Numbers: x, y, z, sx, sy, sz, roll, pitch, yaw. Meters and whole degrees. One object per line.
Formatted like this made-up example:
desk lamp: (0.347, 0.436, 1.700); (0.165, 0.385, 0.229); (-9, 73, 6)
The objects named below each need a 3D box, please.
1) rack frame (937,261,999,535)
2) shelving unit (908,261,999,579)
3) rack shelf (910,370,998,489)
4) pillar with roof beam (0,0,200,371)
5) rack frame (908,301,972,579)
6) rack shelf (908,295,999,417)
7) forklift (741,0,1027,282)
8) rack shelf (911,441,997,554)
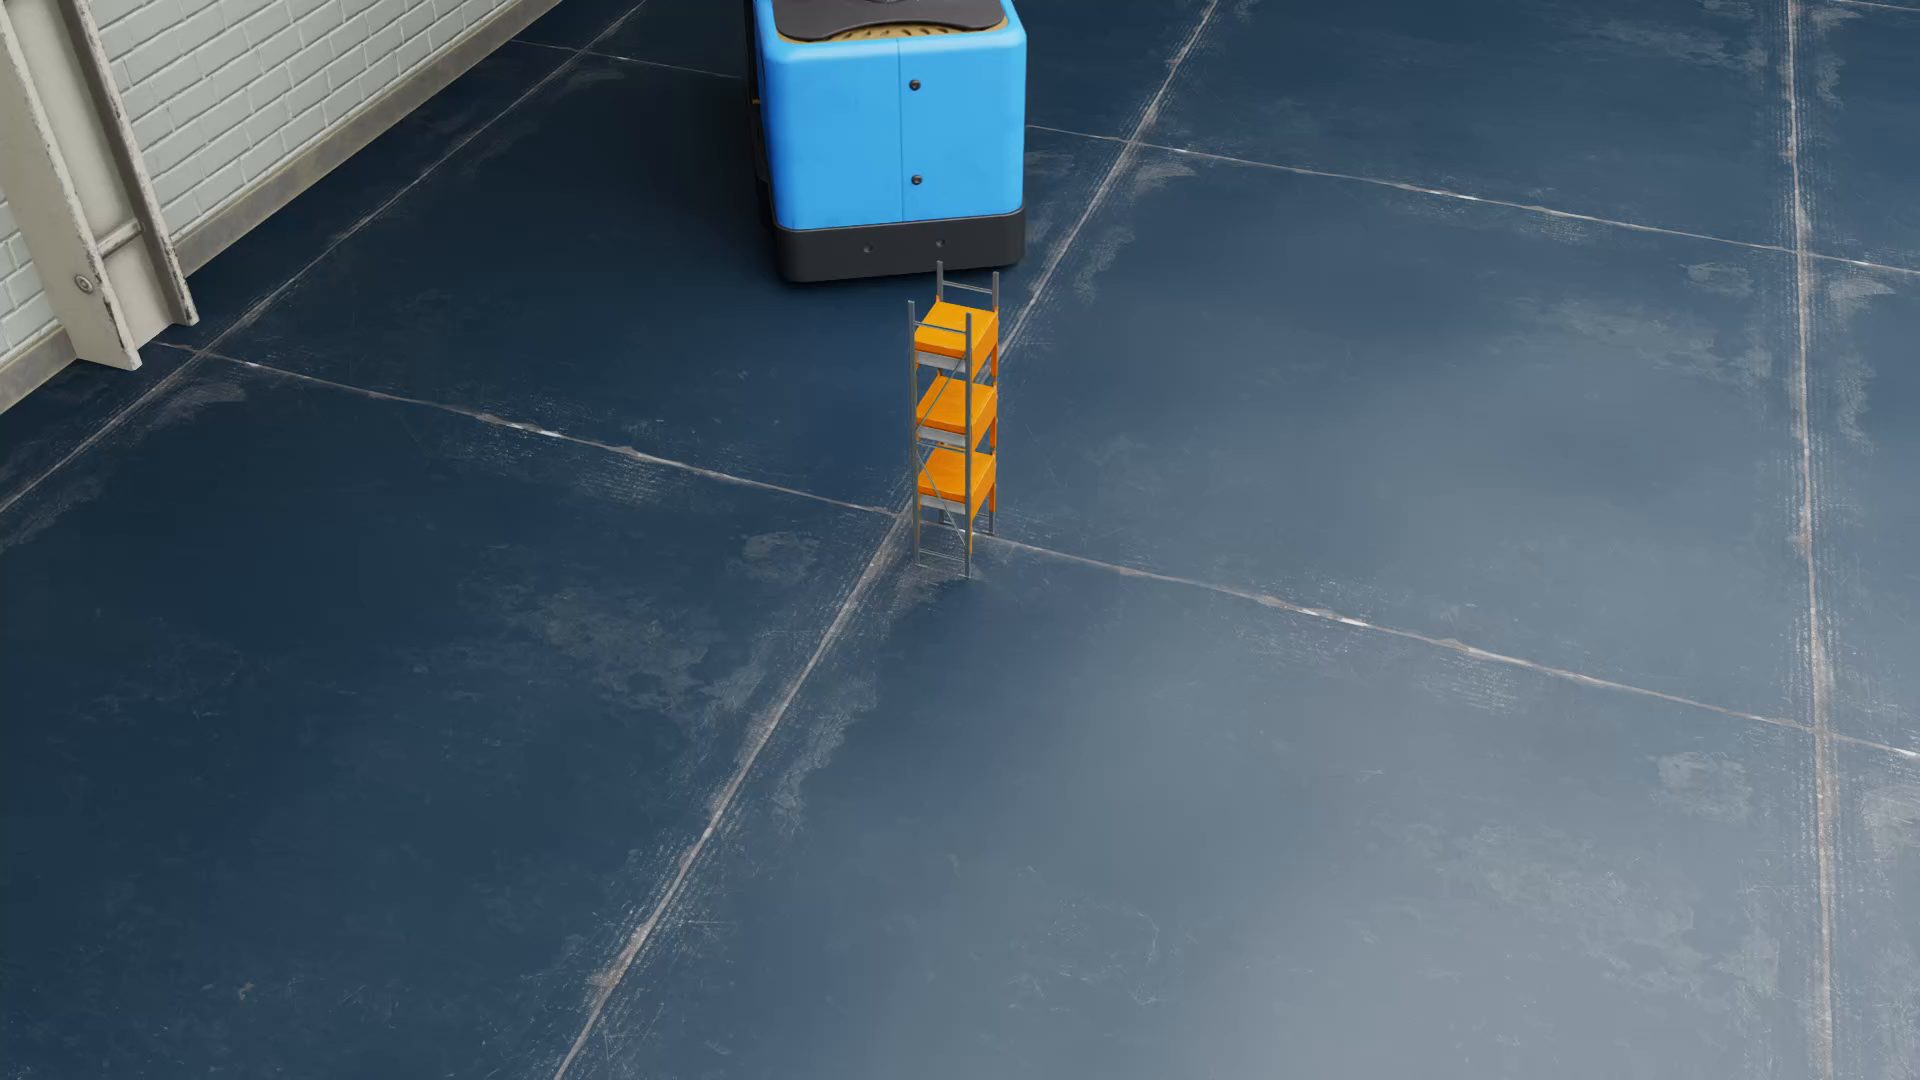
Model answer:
rack frame: (0.023, -0.441, 5.458); (0.200, 1.050, 0.008); (13, 42, 15)
shelving unit: (-0.018, -0.367, 5.371); (0.215, 1.050, 0.252); (13, 42, 15)
rack shelf: (-0.018, -0.359, 5.378); (0.215, 0.259, 0.240); (13, 42, 15)
pillar with roof beam: (0.723, -3.286, 2.668); (9.100, 9.000, 0.400); (13, 42, 15)
rack frame: (-0.060, -0.292, 5.284); (0.200, 1.050, 0.008); (13, 42, 15)
rack shelf: (-0.018, -0.575, 5.194); (0.215, 0.259, 0.240); (13, 42, 15)
forklift: (-0.467, -3.141, 7.173); (1.130, 2.935, 3.031); (-6, 41, -7)
rack shelf: (-0.018, -0.147, 5.558); (0.215, 0.259, 0.240); (13, 42, 15)
